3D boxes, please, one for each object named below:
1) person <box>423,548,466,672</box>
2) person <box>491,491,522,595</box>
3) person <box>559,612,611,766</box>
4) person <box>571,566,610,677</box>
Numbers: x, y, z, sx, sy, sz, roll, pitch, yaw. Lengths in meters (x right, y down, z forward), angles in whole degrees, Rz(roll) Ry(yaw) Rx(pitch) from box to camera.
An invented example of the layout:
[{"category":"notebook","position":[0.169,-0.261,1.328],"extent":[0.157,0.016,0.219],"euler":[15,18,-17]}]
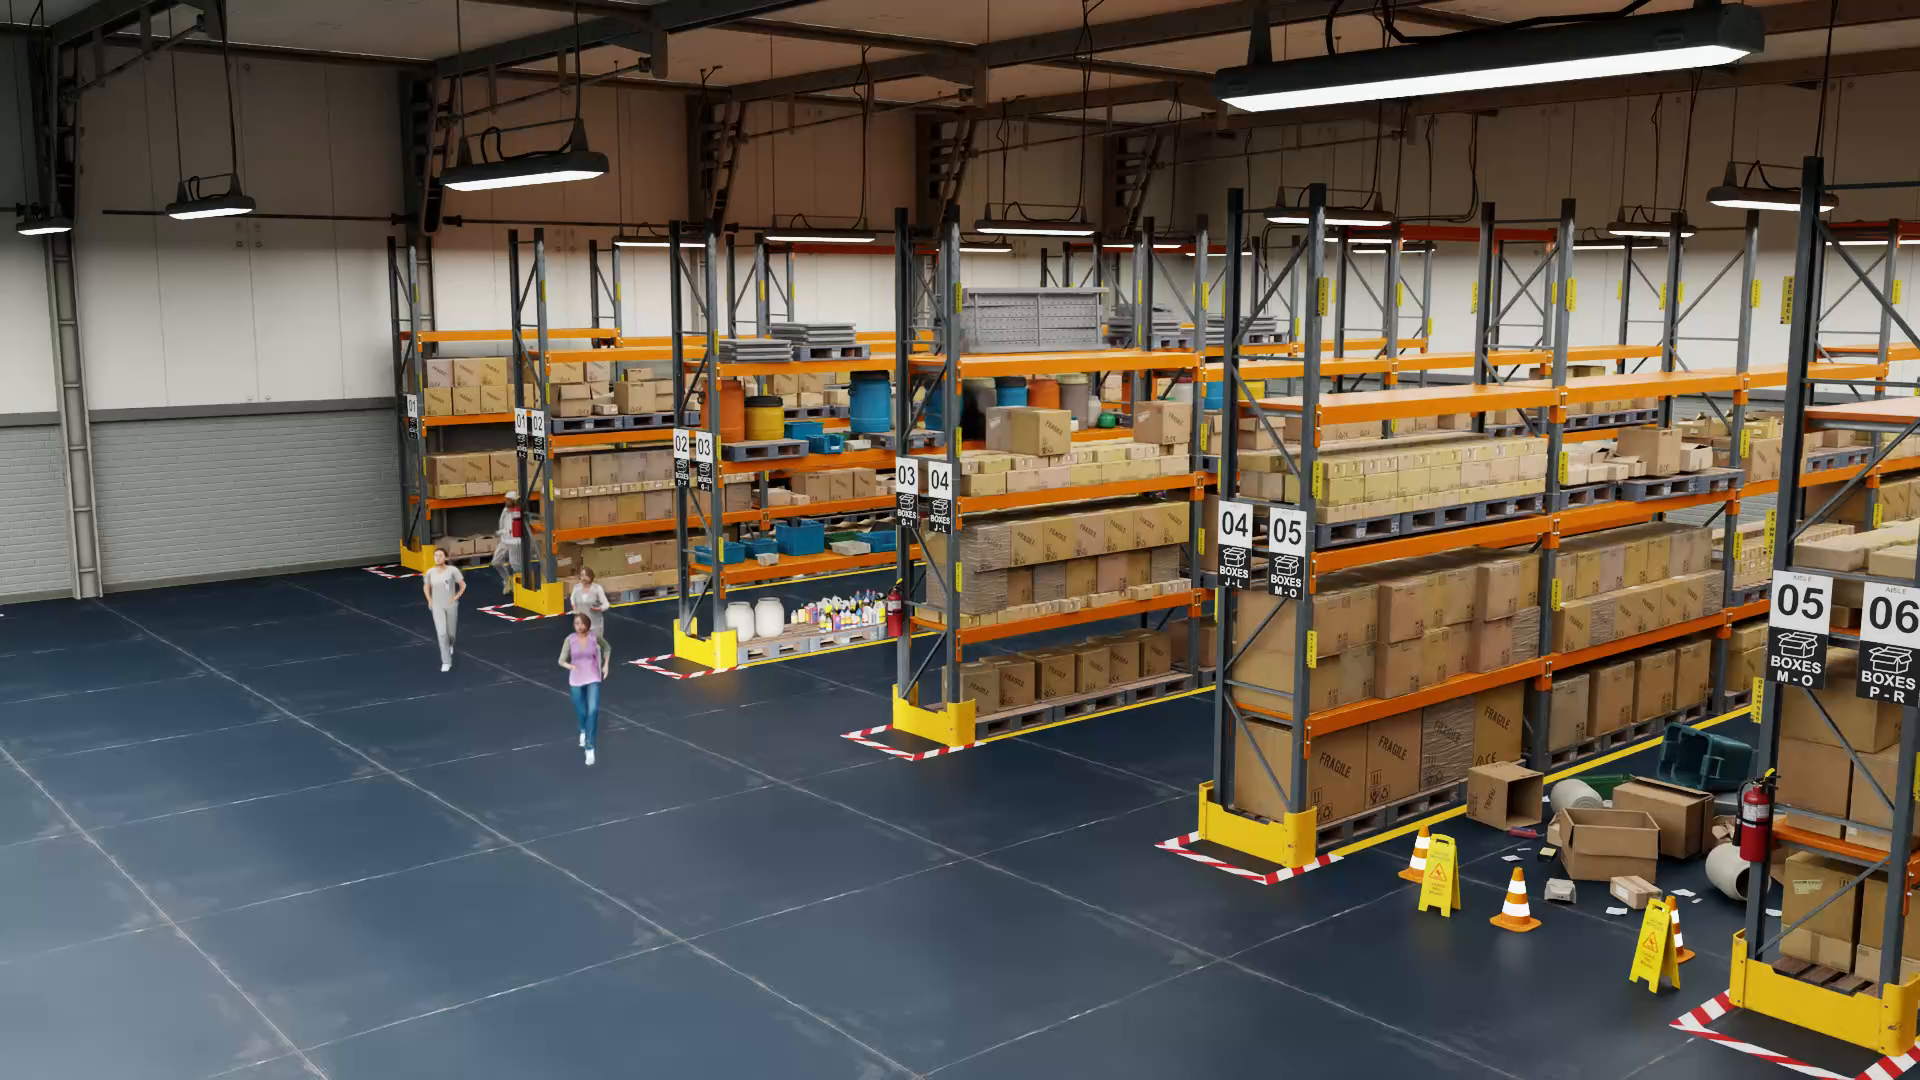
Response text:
[{"category":"person","position":[-6.977,0.915,22.536],"extent":[0.564,1.653,0.687],"euler":[-2,9,-10]},{"category":"person","position":[-7.463,0.057,27.699],"extent":[0.663,1.773,0.691],"euler":[8,12,41]},{"category":"person","position":[-4.111,1.592,18.244],"extent":[0.545,1.625,0.798],"euler":[-1,9,-6]},{"category":"person","position":[-4.715,1.131,21.194],"extent":[0.531,1.626,0.709],"euler":[0,9,-1]}]
